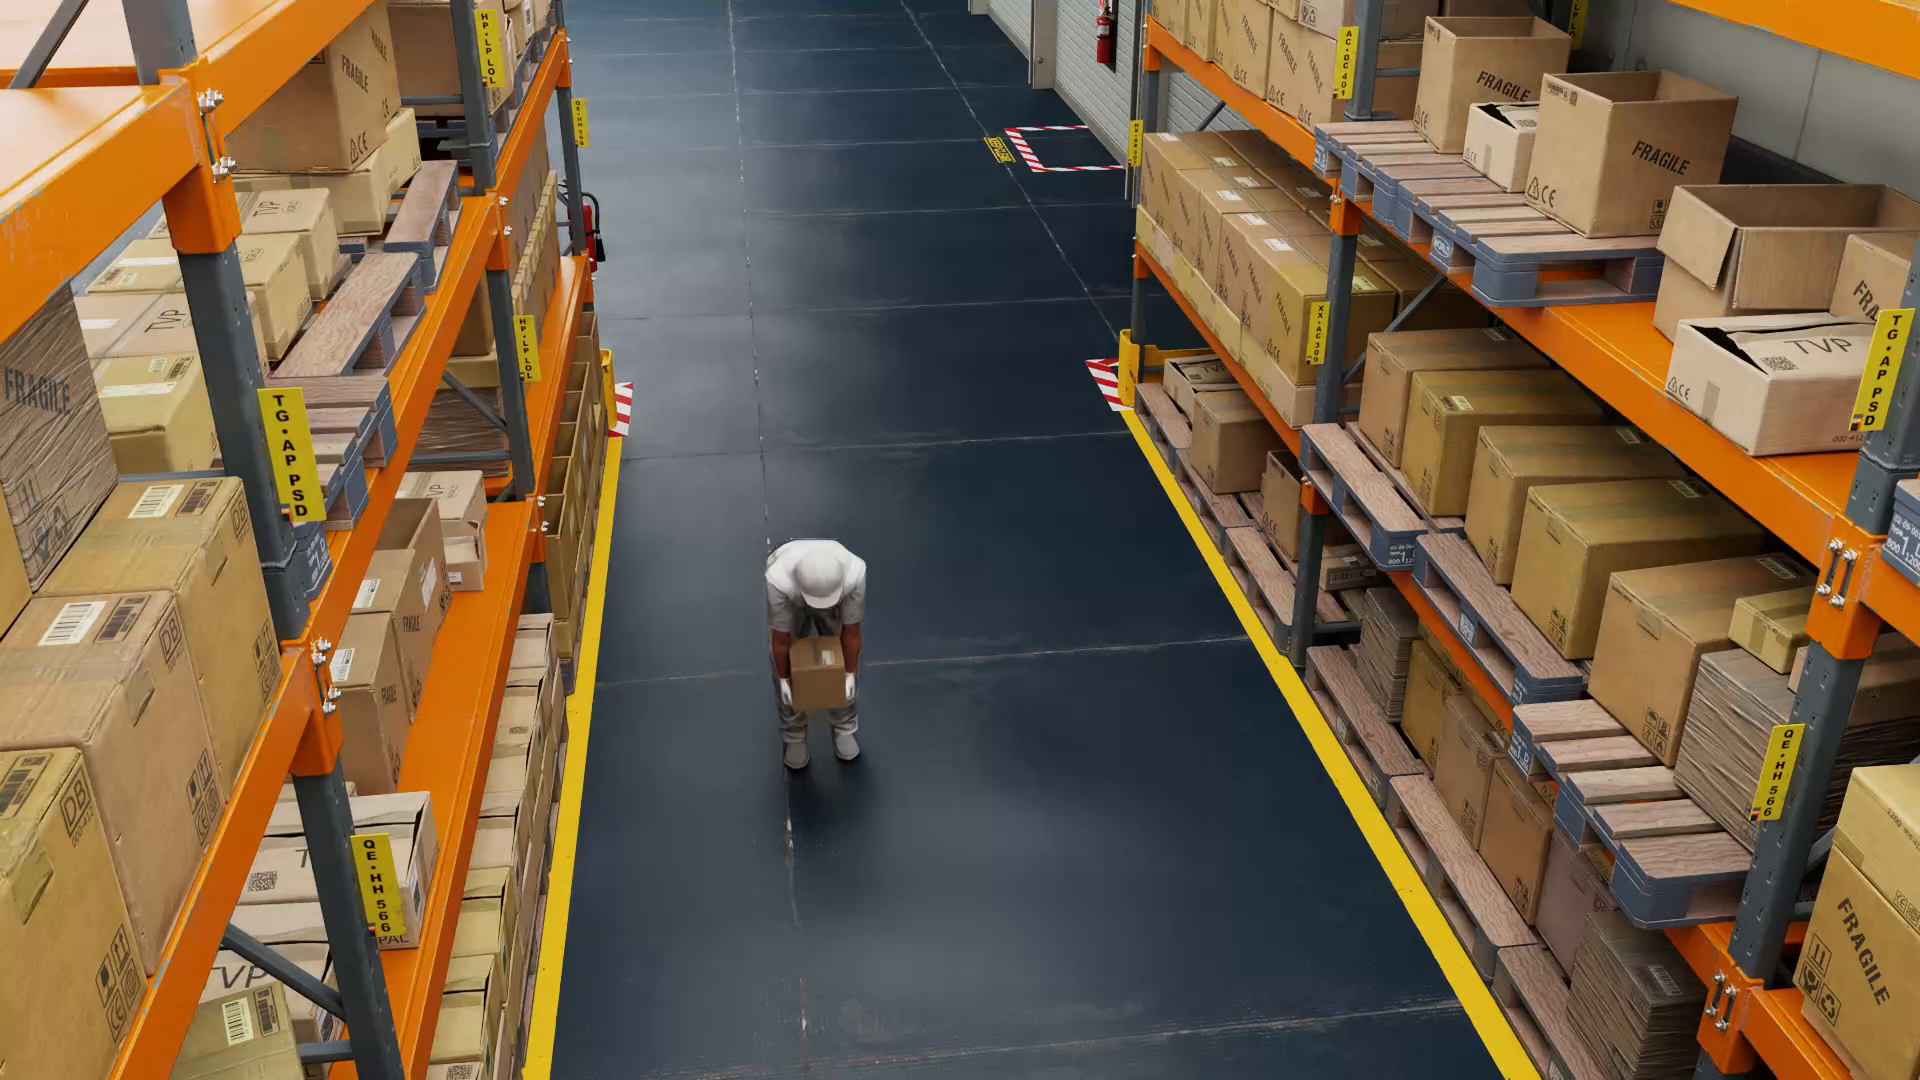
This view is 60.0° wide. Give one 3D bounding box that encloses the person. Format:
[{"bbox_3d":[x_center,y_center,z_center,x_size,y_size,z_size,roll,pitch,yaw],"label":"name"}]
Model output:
[{"bbox_3d":[-0.686,0.443,7.982,0.470,1.545,0.822,-4,27,-8],"label":"person"}]
